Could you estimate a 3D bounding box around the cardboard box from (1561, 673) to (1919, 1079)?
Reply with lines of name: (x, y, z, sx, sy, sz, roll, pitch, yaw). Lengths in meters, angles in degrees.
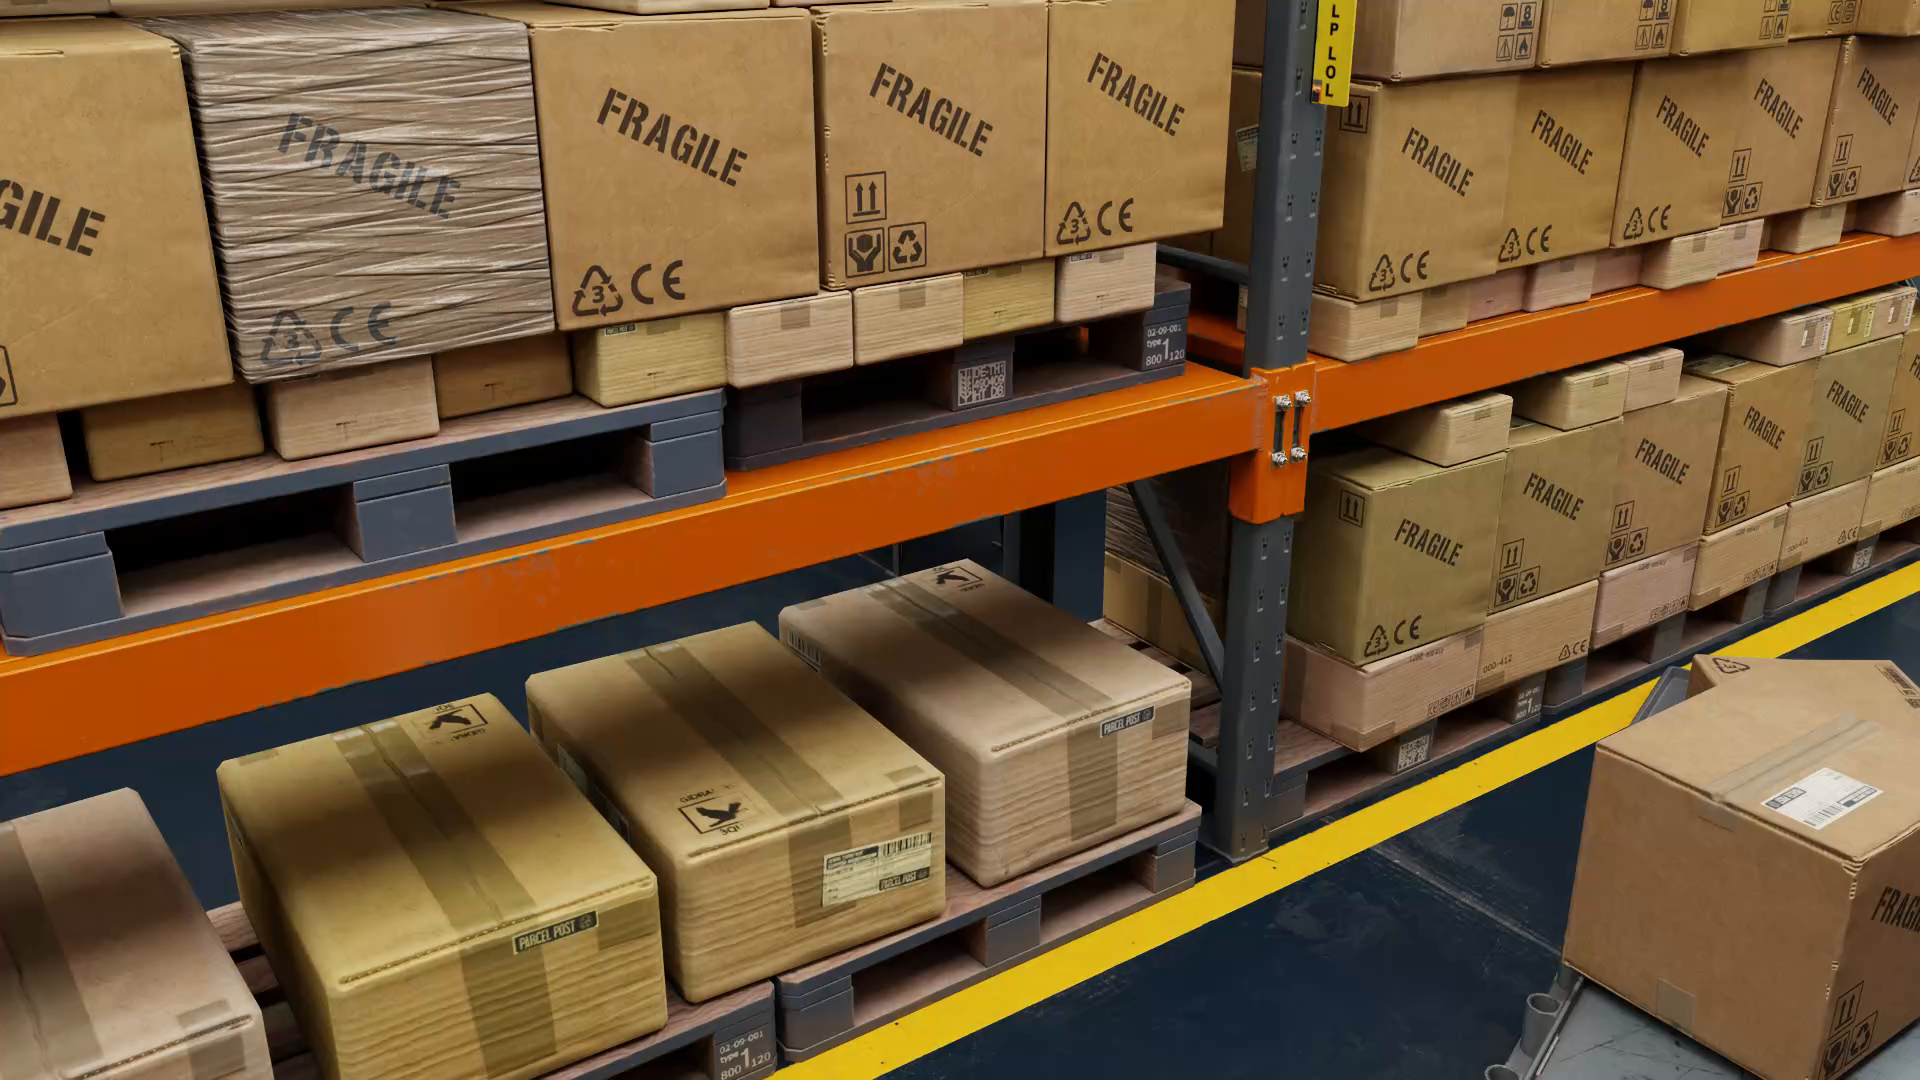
cardboard box: (1.529, 0.625, 3.133, 0.500, 0.500, 0.500, -15, 26, -33)

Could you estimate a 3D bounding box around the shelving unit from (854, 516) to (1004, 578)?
shelving unit: (-0.134, -0.939, 5.917, 0.503, 2.100, 0.431, -15, 26, -33)

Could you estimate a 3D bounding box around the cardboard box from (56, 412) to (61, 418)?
cardboard box: (-1.598, -0.347, 2.992, 0.250, 0.149, 0.380, -15, 26, -32)

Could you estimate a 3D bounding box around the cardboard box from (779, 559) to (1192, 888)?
cardboard box: (0.041, 0.427, 4.259, 0.625, 0.372, 0.950, -15, 26, -32)

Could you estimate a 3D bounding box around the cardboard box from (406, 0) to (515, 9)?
cardboard box: (-0.899, -0.866, 3.416, 0.500, 0.500, 0.500, -15, 26, -33)

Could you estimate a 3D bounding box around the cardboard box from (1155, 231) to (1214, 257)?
cardboard box: (0.681, -1.069, 4.491, 0.500, 0.500, 0.500, -16, 27, -34)

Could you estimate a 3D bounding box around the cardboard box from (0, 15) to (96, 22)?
cardboard box: (-1.753, -0.634, 2.834, 0.500, 0.500, 0.500, -17, 27, -36)

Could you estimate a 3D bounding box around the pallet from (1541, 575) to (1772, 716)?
pallet: (1.981, 0.161, 5.709, 1.213, 0.211, 1.003, -15, 26, -33)

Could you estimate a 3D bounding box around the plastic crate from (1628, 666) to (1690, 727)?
plastic crate: (2.218, 0.550, 4.910, 0.402, 0.080, 0.583, 14, 26, 32)

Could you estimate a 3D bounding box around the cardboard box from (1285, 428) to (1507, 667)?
cardboard box: (1.102, -0.026, 4.545, 0.500, 0.500, 0.500, -14, 25, -30)

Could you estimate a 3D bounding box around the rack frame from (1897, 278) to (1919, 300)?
rack frame: (3.712, -1.579, 6.305, 0.127, 3.000, 1.000, -15, 26, -33)

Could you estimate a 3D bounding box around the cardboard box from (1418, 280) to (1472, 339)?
cardboard box: (1.083, -0.638, 4.287, 0.250, 0.149, 0.380, -14, 26, -31)

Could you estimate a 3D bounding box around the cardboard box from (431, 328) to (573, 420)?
cardboard box: (-0.902, -0.354, 3.009, 0.250, 0.149, 0.380, -16, 27, -35)

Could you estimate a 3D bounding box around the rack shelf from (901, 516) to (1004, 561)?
rack shelf: (-0.134, -0.277, 6.182, 0.480, 0.518, 0.431, -15, 26, -33)

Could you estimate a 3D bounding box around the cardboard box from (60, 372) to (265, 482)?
cardboard box: (-1.319, -0.238, 2.718, 0.250, 0.149, 0.380, -14, 26, -31)

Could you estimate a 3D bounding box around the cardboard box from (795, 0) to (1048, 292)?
cardboard box: (-0.178, -0.816, 3.291, 0.500, 0.500, 0.500, -15, 26, -33)

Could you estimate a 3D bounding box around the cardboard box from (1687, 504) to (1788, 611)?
cardboard box: (2.366, -0.016, 5.533, 0.500, 0.250, 0.500, -16, 27, -35)

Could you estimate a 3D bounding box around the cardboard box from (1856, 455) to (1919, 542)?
cardboard box: (3.194, -0.236, 6.083, 0.500, 0.250, 0.500, -15, 26, -33)

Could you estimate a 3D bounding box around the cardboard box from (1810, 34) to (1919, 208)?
cardboard box: (2.615, -1.349, 5.193, 0.500, 0.500, 0.500, -15, 26, -33)

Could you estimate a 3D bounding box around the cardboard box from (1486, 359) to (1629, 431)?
cardboard box: (1.654, -0.448, 4.727, 0.250, 0.149, 0.380, -14, 26, -31)

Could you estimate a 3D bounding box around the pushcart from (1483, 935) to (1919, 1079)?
pushcart: (1.837, 1.180, 2.930, 1.648, 0.377, 0.936, 14, 26, 32)

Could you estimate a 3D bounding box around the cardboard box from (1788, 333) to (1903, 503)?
cardboard box: (2.792, -0.479, 5.681, 0.500, 0.500, 0.500, -14, 26, -31)

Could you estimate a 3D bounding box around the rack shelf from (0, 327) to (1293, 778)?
rack shelf: (-1.158, 0.054, 3.184, 4.000, 0.370, 1.077, -15, 26, -33)

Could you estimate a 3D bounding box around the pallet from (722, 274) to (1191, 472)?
pallet: (-0.240, -0.502, 3.866, 1.213, 0.211, 1.003, -15, 26, -33)

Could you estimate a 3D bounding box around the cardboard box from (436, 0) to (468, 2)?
cardboard box: (-0.945, -1.132, 3.209, 0.250, 0.149, 0.380, -13, 25, -30)

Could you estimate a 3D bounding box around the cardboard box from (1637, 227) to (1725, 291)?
cardboard box: (1.952, -0.842, 4.798, 0.250, 0.149, 0.380, -15, 26, -33)

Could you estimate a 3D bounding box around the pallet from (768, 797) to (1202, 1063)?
pallet: (-0.166, 0.751, 4.229, 1.213, 0.211, 1.003, -15, 26, -33)

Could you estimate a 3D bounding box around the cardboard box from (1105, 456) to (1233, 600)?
cardboard box: (0.789, -0.188, 4.952, 0.500, 0.500, 0.500, -15, 26, -34)

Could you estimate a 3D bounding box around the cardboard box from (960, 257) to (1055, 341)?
cardboard box: (-0.016, -0.545, 3.487, 0.250, 0.149, 0.380, -16, 27, -34)

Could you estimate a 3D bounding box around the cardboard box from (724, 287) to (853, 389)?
cardboard box: (-0.409, -0.422, 3.180, 0.250, 0.149, 0.380, -15, 26, -32)

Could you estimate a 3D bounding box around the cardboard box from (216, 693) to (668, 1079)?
cardboard box: (-1.104, 0.734, 3.488, 0.625, 0.372, 0.950, -14, 26, -31)

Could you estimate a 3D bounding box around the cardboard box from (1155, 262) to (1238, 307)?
cardboard box: (0.548, -0.758, 4.586, 0.250, 0.149, 0.380, -15, 26, -33)

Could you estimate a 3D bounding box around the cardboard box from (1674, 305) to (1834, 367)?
cardboard box: (2.534, -0.685, 5.322, 0.250, 0.149, 0.380, -14, 26, -31)

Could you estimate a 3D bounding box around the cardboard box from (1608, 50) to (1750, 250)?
cardboard box: (1.794, -1.129, 4.643, 0.500, 0.500, 0.500, -15, 26, -33)

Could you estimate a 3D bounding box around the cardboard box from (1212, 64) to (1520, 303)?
cardboard box: (0.985, -0.909, 4.091, 0.500, 0.500, 0.500, -15, 26, -33)

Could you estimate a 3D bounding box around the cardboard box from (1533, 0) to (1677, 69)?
cardboard box: (1.376, -1.496, 4.213, 0.500, 0.500, 0.700, -15, 26, -33)

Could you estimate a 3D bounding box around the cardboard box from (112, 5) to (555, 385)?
cardboard box: (-1.025, -0.592, 2.731, 0.500, 0.500, 0.500, -16, 27, -35)

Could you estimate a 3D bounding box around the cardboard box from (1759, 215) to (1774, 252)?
cardboard box: (2.281, -0.992, 5.173, 0.250, 0.149, 0.380, -15, 26, -33)

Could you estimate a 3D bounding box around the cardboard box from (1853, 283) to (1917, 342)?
cardboard box: (2.955, -0.795, 5.597, 0.250, 0.149, 0.380, -14, 26, -31)

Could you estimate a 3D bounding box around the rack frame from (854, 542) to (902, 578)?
rack frame: (-0.332, -0.887, 5.785, 0.015, 2.100, 0.400, -15, 26, -33)

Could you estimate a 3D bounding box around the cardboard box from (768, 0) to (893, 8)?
cardboard box: (-0.330, -1.073, 3.060, 0.250, 0.149, 0.380, -16, 27, -34)

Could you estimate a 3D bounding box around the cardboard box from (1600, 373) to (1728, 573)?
cardboard box: (1.951, -0.257, 5.124, 0.500, 0.500, 0.500, -13, 25, -30)

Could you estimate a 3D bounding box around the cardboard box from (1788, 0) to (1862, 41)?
cardboard box: (2.170, -1.737, 4.816, 0.500, 0.500, 0.700, -15, 26, -33)

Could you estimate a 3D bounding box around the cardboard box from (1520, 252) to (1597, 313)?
cardboard box: (1.502, -0.748, 4.562, 0.250, 0.149, 0.380, -14, 26, -31)

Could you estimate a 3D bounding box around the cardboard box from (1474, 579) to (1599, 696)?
cardboard box: (1.528, 0.204, 4.982, 0.500, 0.250, 0.500, -13, 25, -30)

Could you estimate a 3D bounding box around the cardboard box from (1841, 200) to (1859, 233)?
cardboard box: (2.691, -1.102, 5.449, 0.250, 0.149, 0.380, -15, 26, -32)
